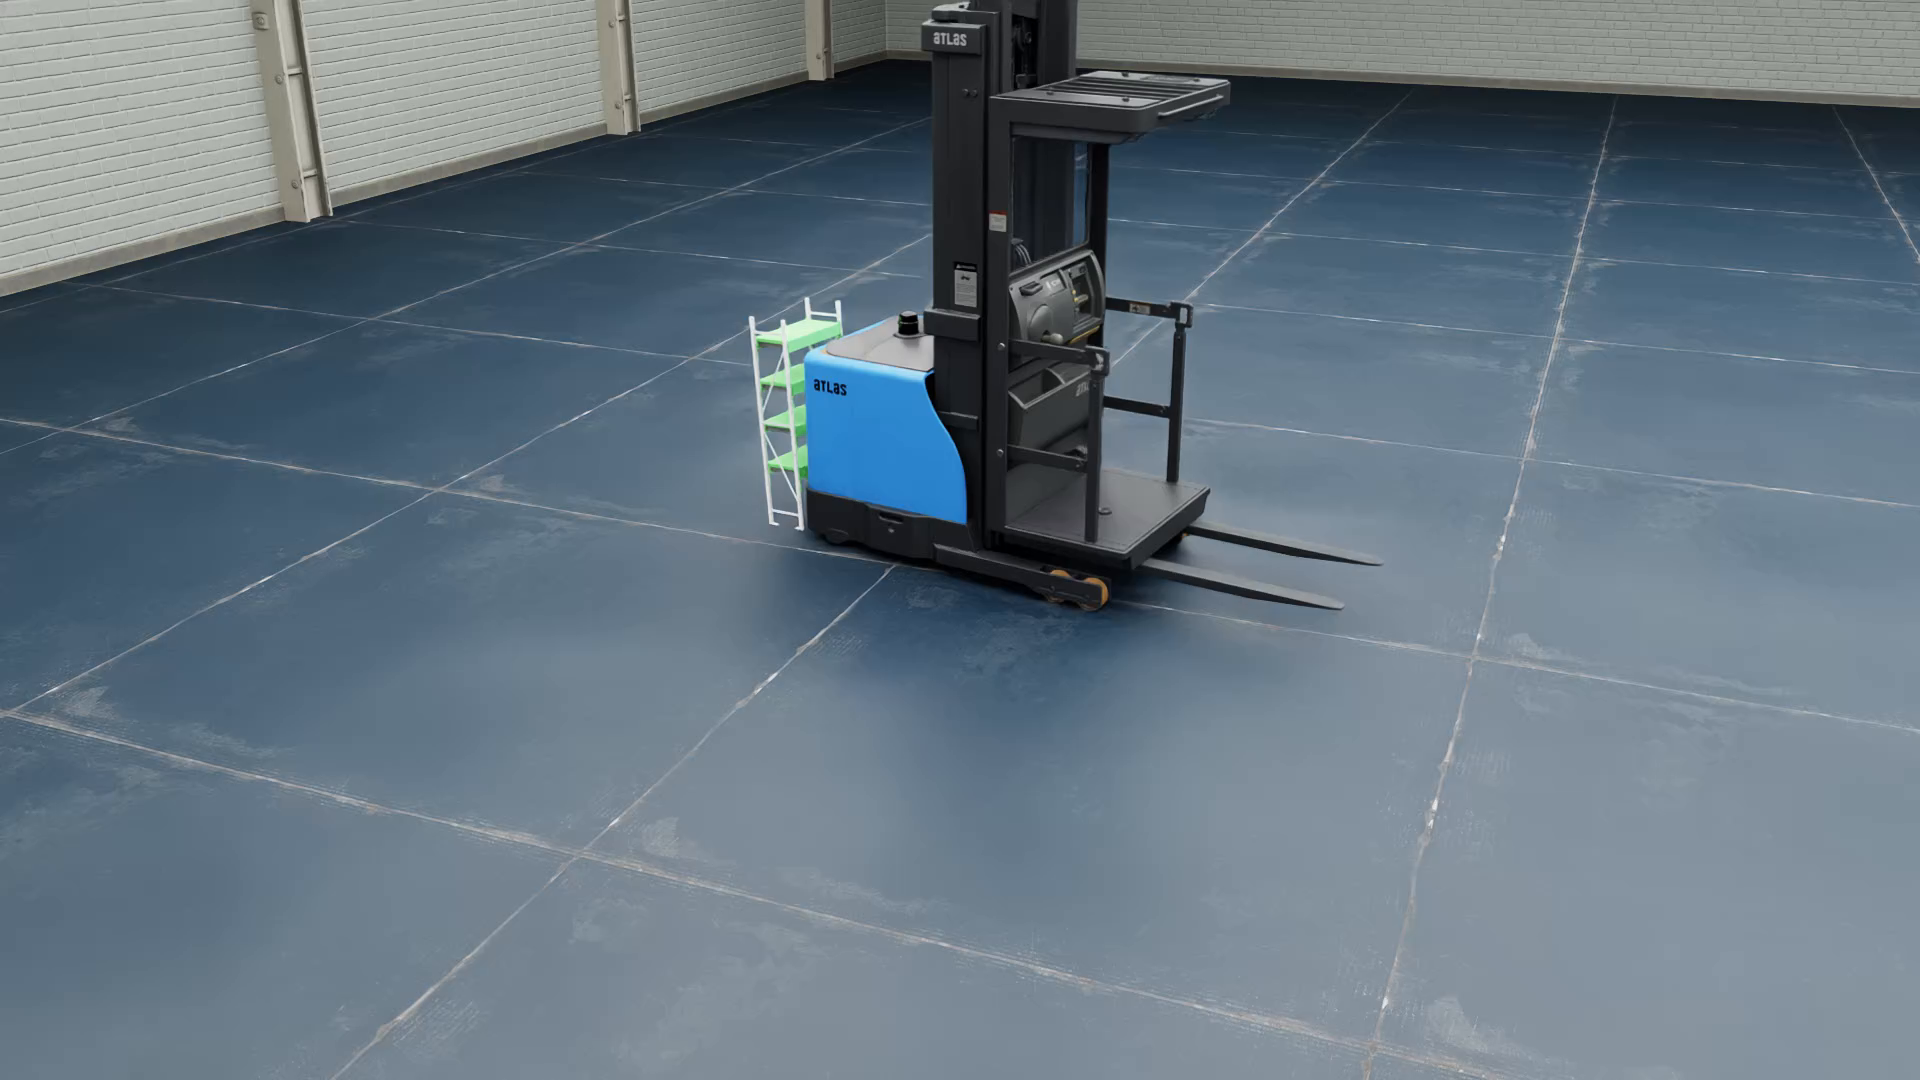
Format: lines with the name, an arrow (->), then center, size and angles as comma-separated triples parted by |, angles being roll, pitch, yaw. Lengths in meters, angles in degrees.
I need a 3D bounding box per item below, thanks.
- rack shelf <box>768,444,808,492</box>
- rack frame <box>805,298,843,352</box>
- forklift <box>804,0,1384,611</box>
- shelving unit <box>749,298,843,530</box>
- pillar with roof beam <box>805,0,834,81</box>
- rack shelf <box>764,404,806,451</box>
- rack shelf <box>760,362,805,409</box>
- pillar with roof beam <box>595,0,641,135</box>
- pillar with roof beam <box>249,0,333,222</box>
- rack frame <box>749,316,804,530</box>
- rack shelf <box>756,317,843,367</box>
rack shelf -> -0.862, -0.431, 9.492 | 0.258, 0.148, 0.480 | 10, 25, 32
rack frame -> -0.744, -0.794, 9.574 | 0.240, 1.200, 0.015 | 10, 25, 32
forklift -> 0.678, -1.228, 8.387 | 3.031, 2.935, 1.130 | 13, 26, 28
shelving unit -> -0.878, -0.715, 9.385 | 0.258, 1.200, 0.503 | 10, 25, 32
pillar with roof beam -> 1.689, -11.179, 24.337 | 9.100, 9.000, 0.400 | 9, 24, 20
rack shelf -> -0.875, -0.655, 9.408 | 0.258, 0.148, 0.480 | 10, 25, 32
rack shelf -> -0.887, -0.880, 9.323 | 0.258, 0.148, 0.480 | 10, 25, 32
pillar with roof beam -> -0.539, -9.032, 19.197 | 9.100, 9.000, 0.400 | 9, 24, 20
pillar with roof beam -> -2.768, -6.884, 14.056 | 9.100, 9.000, 0.400 | 9, 24, 20
rack frame -> -1.012, -0.637, 9.197 | 0.240, 1.200, 0.015 | 10, 25, 32
rack shelf -> -0.900, -1.104, 9.239 | 0.258, 0.148, 0.480 | 10, 25, 32
